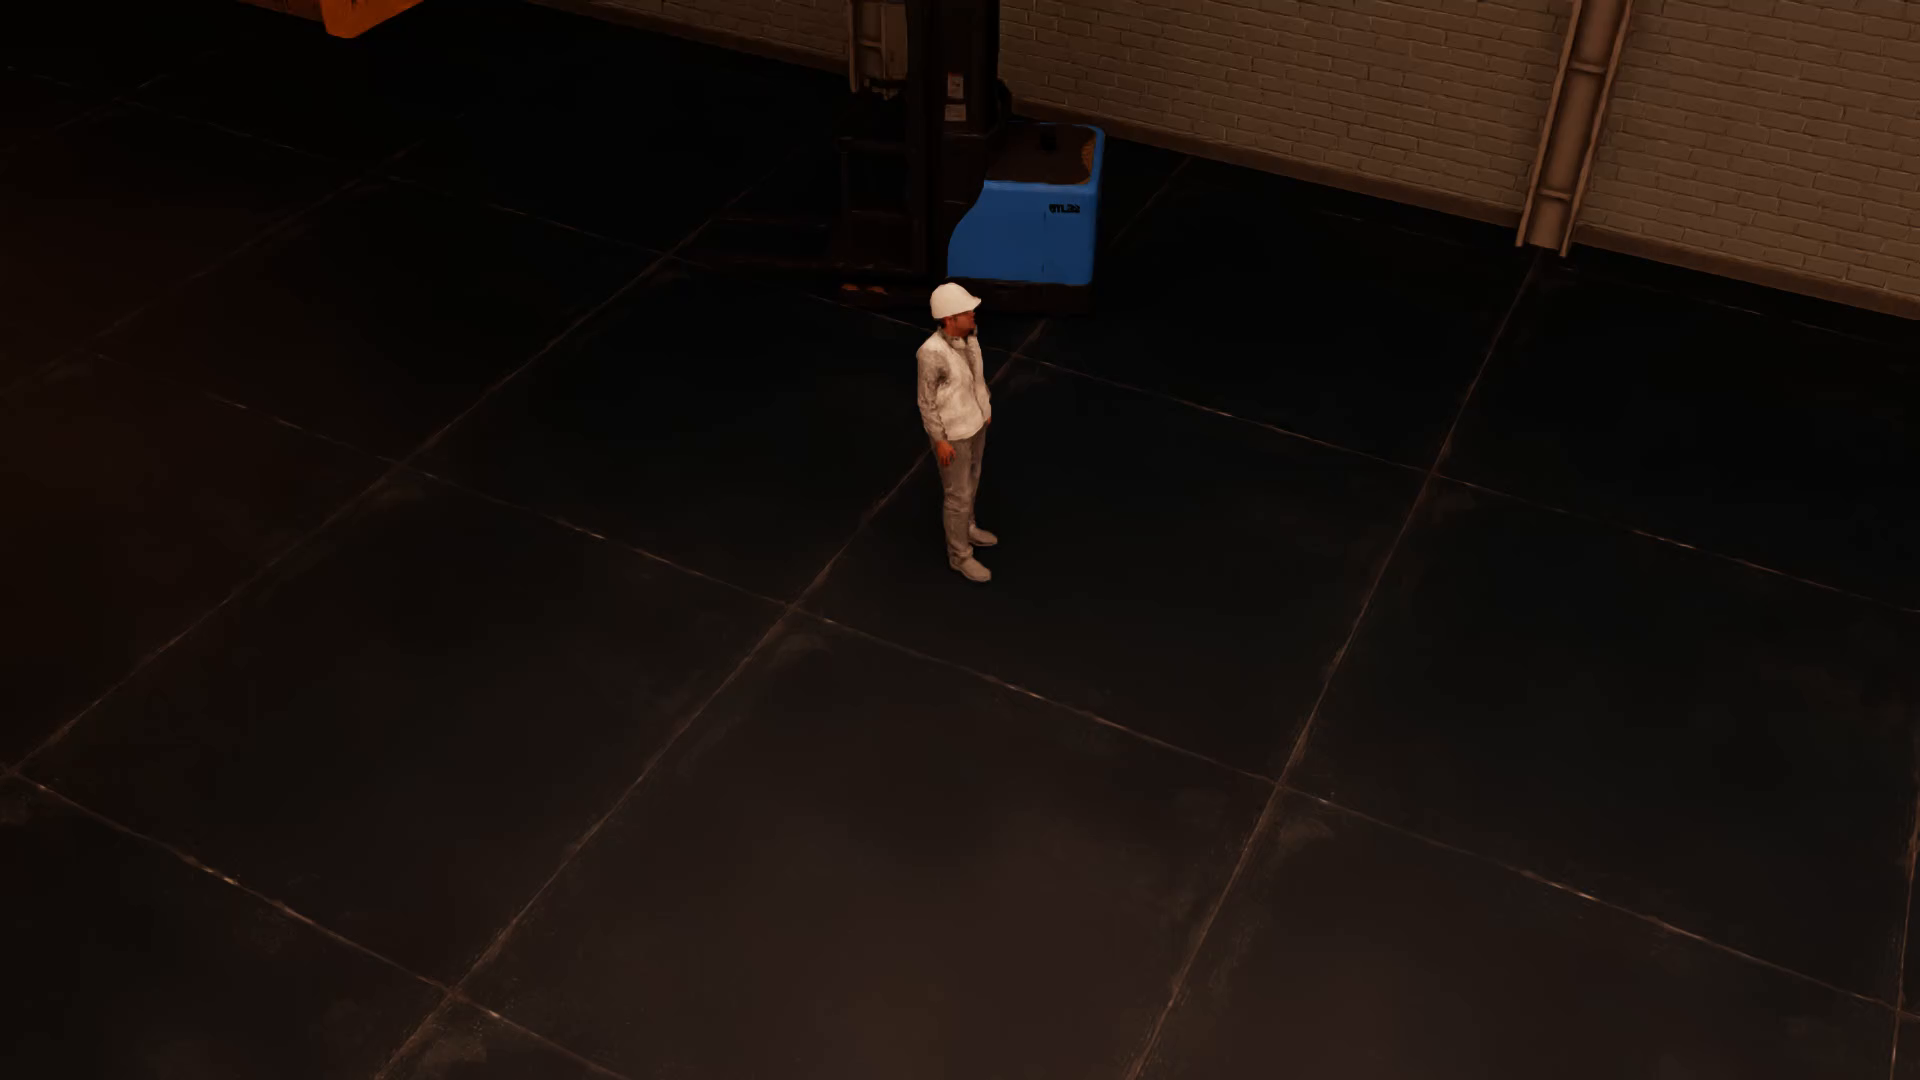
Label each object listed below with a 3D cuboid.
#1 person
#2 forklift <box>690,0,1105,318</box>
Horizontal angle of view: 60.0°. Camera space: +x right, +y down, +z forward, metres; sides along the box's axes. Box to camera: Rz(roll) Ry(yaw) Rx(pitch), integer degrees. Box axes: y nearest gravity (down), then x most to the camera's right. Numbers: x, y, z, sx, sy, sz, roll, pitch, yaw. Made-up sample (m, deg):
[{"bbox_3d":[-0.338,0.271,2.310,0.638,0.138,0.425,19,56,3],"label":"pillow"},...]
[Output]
[{"bbox_3d":[0.052,-0.661,9.658,0.567,1.773,0.632,18,43,21],"label":"person"},{"bbox_3d":[-0.478,-3.161,11.740,3.031,2.935,1.130,5,40,6],"label":"forklift"}]
